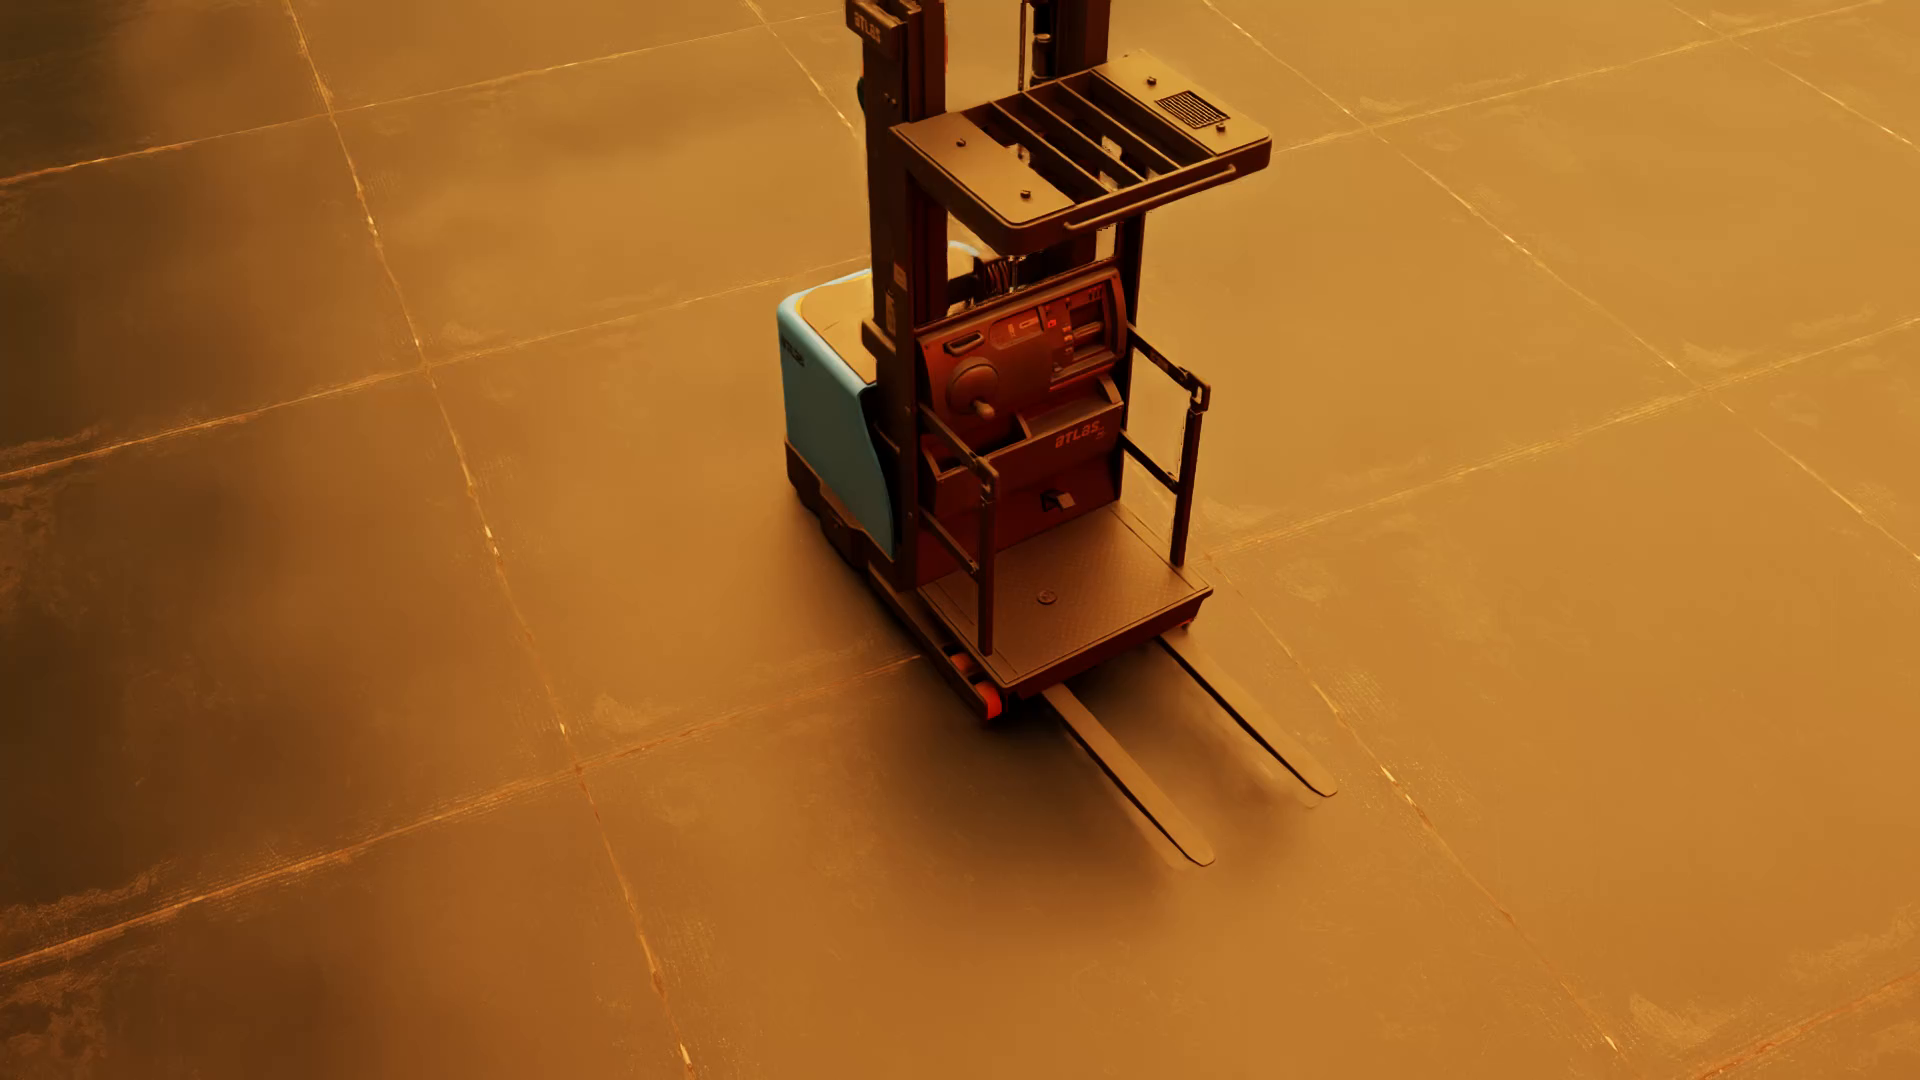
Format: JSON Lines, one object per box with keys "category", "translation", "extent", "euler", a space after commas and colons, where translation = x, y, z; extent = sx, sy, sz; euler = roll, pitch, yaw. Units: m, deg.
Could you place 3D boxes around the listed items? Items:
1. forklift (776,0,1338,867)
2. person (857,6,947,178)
{"category": "forklift", "translation": [0.377, -0.684, 6.413], "extent": [1.130, 2.935, 3.031], "euler": [-23, 48, -23]}
{"category": "person", "translation": [-0.351, -2.821, 9.701], "extent": [0.519, 1.584, 0.445], "euler": [-20, 47, -20]}
